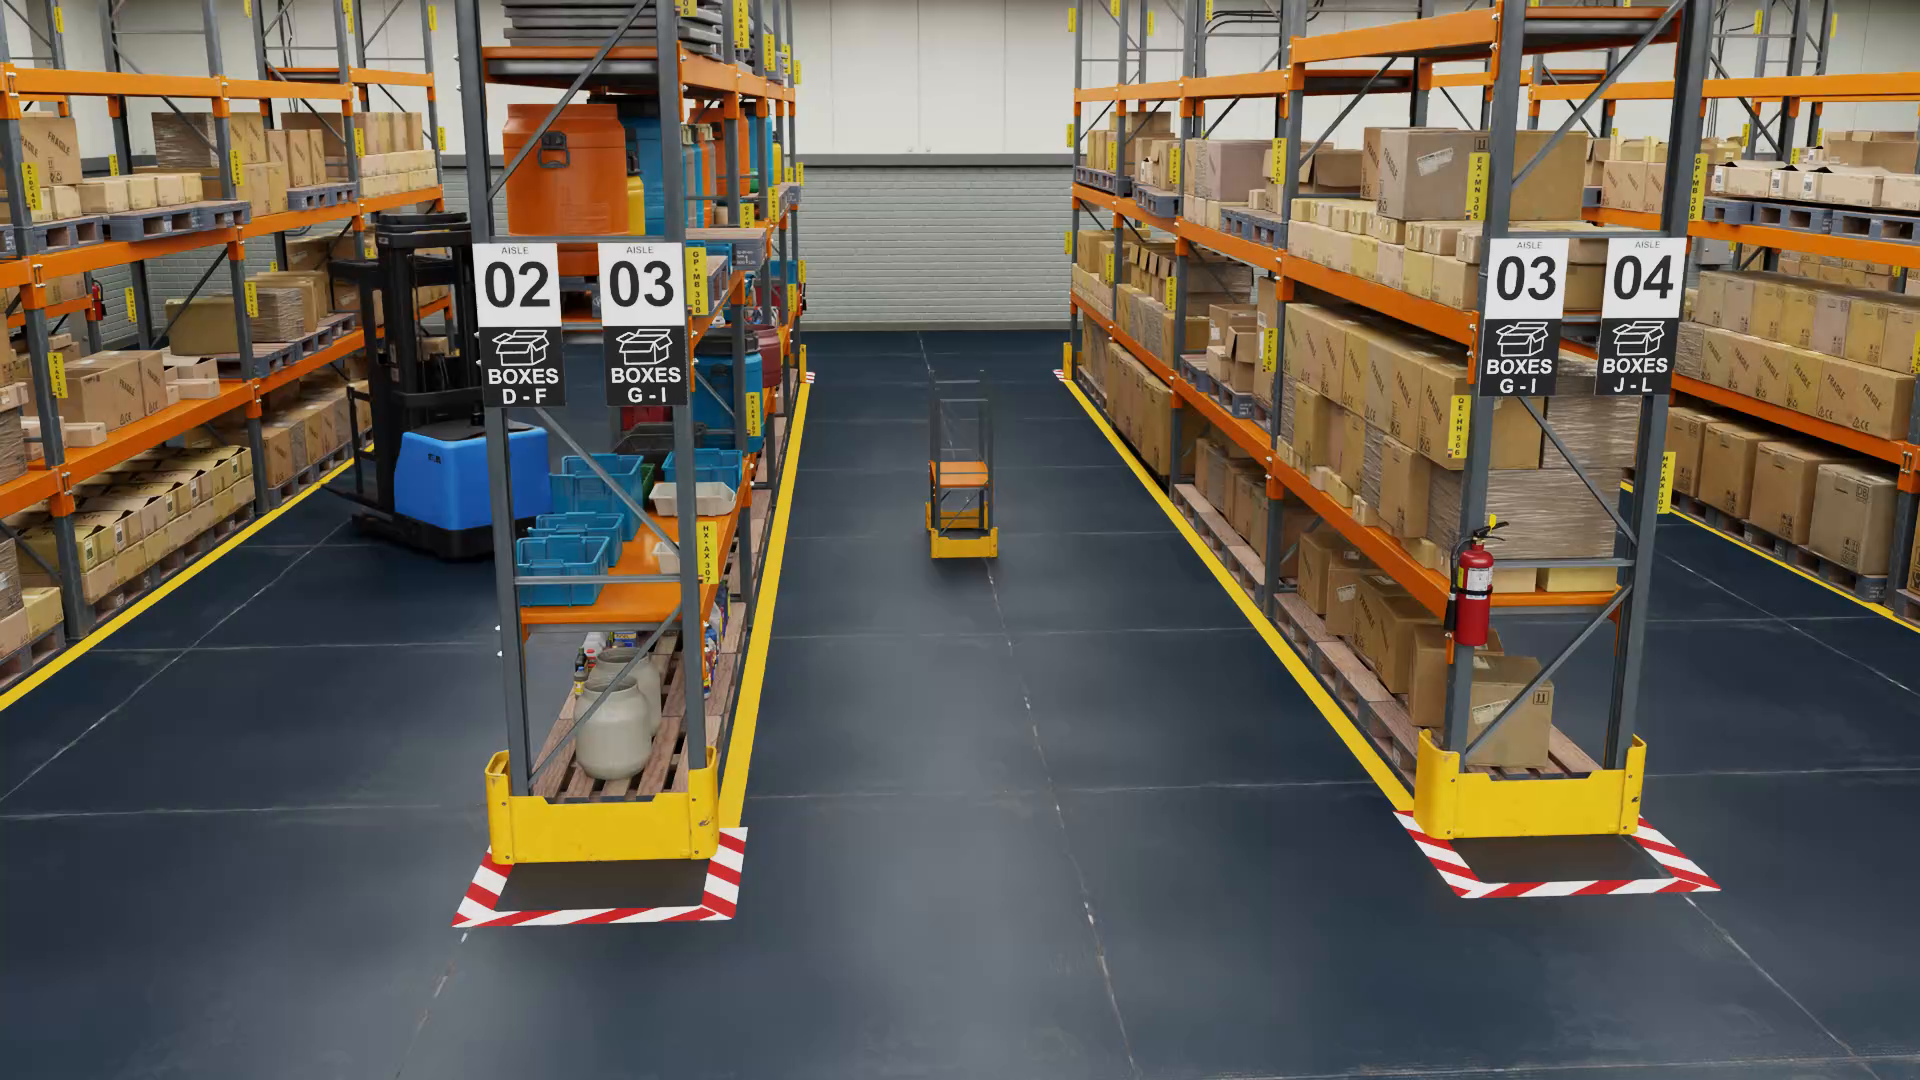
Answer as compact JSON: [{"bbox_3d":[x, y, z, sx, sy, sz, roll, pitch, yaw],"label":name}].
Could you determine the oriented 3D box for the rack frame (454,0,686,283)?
[{"bbox_3d":[-1.829,-2.699,7.679,1.000,3.000,0.127,-1,14,-3],"label":"rack frame"}]

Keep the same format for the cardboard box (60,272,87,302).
[{"bbox_3d":[-12.666,-3.638,22.768,0.980,0.700,0.700,0,14,-1],"label":"cardboard box"}]

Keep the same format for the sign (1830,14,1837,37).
[{"bbox_3d":[12.557,-7.403,23.929,0.100,0.325,0.005,-1,14,-3],"label":"sign"}]

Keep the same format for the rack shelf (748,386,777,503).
[{"bbox_3d":[-2.200,-0.937,14.316,1.077,0.370,4.000,-1,14,-3],"label":"rack shelf"}]

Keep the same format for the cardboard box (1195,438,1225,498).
[{"bbox_3d":[2.681,-0.695,16.066,0.700,0.500,0.500,-2,15,-6],"label":"cardboard box"}]

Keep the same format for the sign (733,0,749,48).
[{"bbox_3d":[-1.527,-3.598,11.594,0.100,0.325,0.005,-1,14,-3],"label":"sign"}]

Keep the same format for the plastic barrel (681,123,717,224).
[{"bbox_3d":[-2.490,-3.271,14.916,0.600,0.901,0.600,0,14,0],"label":"plastic barrel"}]

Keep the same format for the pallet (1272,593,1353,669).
[{"bbox_3d":[2.944,0.653,12.290,1.003,0.211,1.213,-1,14,-3],"label":"pallet"}]

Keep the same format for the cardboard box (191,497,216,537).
[{"bbox_3d":[-6.929,-0.199,14.678,0.500,0.250,0.500,-1,14,-2],"label":"cardboard box"}]

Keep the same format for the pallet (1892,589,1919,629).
[{"bbox_3d":[7.793,0.625,12.398,1.003,0.211,1.213,-1,14,-3],"label":"pallet"}]

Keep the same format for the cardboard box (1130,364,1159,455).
[{"bbox_3d":[2.550,-1.427,18.199,1.225,0.875,0.875,-1,14,-3],"label":"cardboard box"}]

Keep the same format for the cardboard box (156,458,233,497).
[{"bbox_3d":[-6.951,-0.595,15.092,0.500,0.311,0.500,-1,14,-4],"label":"cardboard box"}]

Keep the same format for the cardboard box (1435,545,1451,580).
[{"bbox_3d":[2.876,0.122,9.260,0.380,0.149,0.250,-1,14,-3],"label":"cardboard box"}]

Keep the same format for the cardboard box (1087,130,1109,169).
[{"bbox_3d":[2.124,-5.331,22.687,0.700,0.500,0.500,-1,14,-5],"label":"cardboard box"}]

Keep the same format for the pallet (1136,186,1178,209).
[{"bbox_3d":[2.454,-3.658,17.806,1.003,0.211,1.213,0,14,-1],"label":"pallet"}]

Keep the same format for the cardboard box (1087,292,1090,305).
[{"bbox_3d":[1.913,-3.251,22.371,0.380,0.149,0.250,-1,14,-5],"label":"cardboard box"}]

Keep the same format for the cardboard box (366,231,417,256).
[{"bbox_3d":[-7.361,-3.741,21.562,0.500,0.500,0.500,0,14,-2],"label":"cardboard box"}]

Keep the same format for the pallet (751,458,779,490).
[{"bbox_3d":[-2.415,-0.628,17.266,1.003,0.211,1.213,-1,14,-3],"label":"pallet"}]

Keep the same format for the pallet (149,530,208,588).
[{"bbox_3d":[-7.184,0.151,14.238,1.003,0.211,1.213,-1,14,-3],"label":"pallet"}]

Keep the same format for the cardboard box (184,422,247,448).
[{"bbox_3d":[-7.561,-0.939,17.012,0.500,0.500,0.500,0,14,-1],"label":"cardboard box"}]

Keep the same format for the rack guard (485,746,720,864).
[{"bbox_3d":[-1.880,1.399,8.808,1.175,0.500,0.348,-1,14,-3],"label":"rack guard"}]

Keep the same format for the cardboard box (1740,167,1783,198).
[{"bbox_3d":[7.432,-3.235,15.039,0.500,0.250,0.500,0,14,-2],"label":"cardboard box"}]

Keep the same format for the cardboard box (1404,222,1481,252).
[{"bbox_3d":[2.721,-1.702,9.326,0.380,0.149,0.250,-1,14,-3],"label":"cardboard box"}]

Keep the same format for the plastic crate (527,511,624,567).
[{"bbox_3d":[-2.193,-0.003,9.539,0.499,0.251,0.408,-1,14,-3],"label":"plastic crate"}]

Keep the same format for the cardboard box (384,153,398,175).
[{"bbox_3d":[-7.351,-4.698,20.767,0.500,0.250,0.500,-1,14,-3],"label":"cardboard box"}]

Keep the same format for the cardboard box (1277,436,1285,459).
[{"bbox_3d":[2.580,-0.685,12.395,0.380,0.149,0.250,-1,14,-3],"label":"cardboard box"}]

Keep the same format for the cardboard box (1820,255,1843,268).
[{"bbox_3d":[11.893,-3.906,22.202,0.500,0.500,0.500,-1,14,-3],"label":"cardboard box"}]

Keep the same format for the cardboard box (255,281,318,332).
[{"bbox_3d":[-7.345,-2.515,17.963,0.700,0.500,0.500,-5,15,-18],"label":"cardboard box"}]

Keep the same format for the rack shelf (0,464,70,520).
[{"bbox_3d":[-6.897,0.133,10.156,1.077,0.370,4.000,-1,14,-3],"label":"rack shelf"}]

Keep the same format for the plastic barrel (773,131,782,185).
[{"bbox_3d":[-2.313,-4.301,18.706,0.600,0.588,0.600,0,14,0],"label":"plastic barrel"}]

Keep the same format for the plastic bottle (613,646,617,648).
[{"bbox_3d":[-2.254,0.795,10.874,0.097,0.201,0.097,0,14,0],"label":"plastic bottle"}]

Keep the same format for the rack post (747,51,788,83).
[{"bbox_3d":[-2.320,-4.939,17.391,0.937,0.300,0.954,1,14,3],"label":"rack post"}]

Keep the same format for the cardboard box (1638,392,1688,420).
[{"bbox_3d":[7.272,-1.433,17.467,0.500,0.250,0.500,-1,14,-5],"label":"cardboard box"}]

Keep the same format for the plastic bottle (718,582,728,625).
[{"bbox_3d":[-1.749,0.438,11.963,0.144,0.351,0.185,-1,14,-5],"label":"plastic bottle"}]

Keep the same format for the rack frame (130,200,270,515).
[{"bbox_3d":[-7.268,-1.707,15.865,1.000,3.000,0.127,-1,14,-3],"label":"rack frame"}]

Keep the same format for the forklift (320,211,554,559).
[{"bbox_3d":[-5.050,-1.546,15.378,1.130,2.935,3.031,-14,20,-43],"label":"forklift"}]

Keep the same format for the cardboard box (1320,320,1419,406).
[{"bbox_3d":[2.704,-1.177,10.999,0.500,0.500,0.500,-1,14,-3],"label":"cardboard box"}]

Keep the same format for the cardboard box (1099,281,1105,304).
[{"bbox_3d":[2.047,-3.160,21.215,0.500,0.250,0.500,0,14,-2],"label":"cardboard box"}]

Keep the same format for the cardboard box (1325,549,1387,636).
[{"bbox_3d":[2.895,0.385,11.907,0.500,0.500,0.500,4,15,14],"label":"cardboard box"}]

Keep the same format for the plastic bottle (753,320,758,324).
[{"bbox_3d":[-2.272,-2.308,18.460,0.097,0.271,0.097,0,14,0],"label":"plastic bottle"}]

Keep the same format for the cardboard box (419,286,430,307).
[{"bbox_3d":[-7.404,-3.385,22.185,0.500,0.500,0.500,-1,14,-3],"label":"cardboard box"}]

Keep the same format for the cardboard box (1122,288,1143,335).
[{"bbox_3d":[2.182,-2.659,19.365,0.500,0.500,0.500,-1,14,-3],"label":"cardboard box"}]

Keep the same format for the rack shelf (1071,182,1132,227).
[{"bbox_3d":[2.247,-4.456,21.972,1.077,0.370,4.000,-1,14,-3],"label":"rack shelf"}]

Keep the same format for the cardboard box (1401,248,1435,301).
[{"bbox_3d":[2.797,-1.490,9.302,0.500,0.250,0.500,-1,14,-3],"label":"cardboard box"}]

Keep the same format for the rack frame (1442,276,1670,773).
[{"bbox_3d":[3.115,0.130,8.723,1.000,3.000,0.127,-1,14,-3],"label":"rack frame"}]

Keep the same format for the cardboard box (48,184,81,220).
[{"bbox_3d":[-7.086,-2.586,12.719,0.500,0.250,0.500,-2,15,-9],"label":"cardboard box"}]

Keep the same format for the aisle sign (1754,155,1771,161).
[{"bbox_3d":[11.720,-5.274,24.512,0.394,0.787,0.004,-1,14,-3],"label":"aisle sign"}]

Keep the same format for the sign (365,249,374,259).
[{"bbox_3d":[-6.963,-3.272,19.624,0.100,0.325,0.005,-1,14,-3],"label":"sign"}]

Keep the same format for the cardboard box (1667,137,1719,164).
[{"bbox_3d":[7.291,-3.879,16.550,0.396,0.266,0.258,-1,14,-3],"label":"cardboard box"}]

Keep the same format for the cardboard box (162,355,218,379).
[{"bbox_3d":[-7.290,-1.573,15.522,0.500,0.311,0.500,0,14,0],"label":"cardboard box"}]

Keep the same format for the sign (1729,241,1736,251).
[{"bbox_3d":[11.460,-4.452,24.638,0.100,0.325,0.005,-1,14,-3],"label":"sign"}]

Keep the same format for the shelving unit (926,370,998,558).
[{"bbox_3d":[0.005,-0.707,14.989,0.587,1.500,1.083,-1,14,-3],"label":"shelving unit"}]

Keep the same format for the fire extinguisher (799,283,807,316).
[{"bbox_3d":[-2.376,-3.599,24.121,0.296,0.674,0.183,-1,14,-3],"label":"fire extinguisher"}]

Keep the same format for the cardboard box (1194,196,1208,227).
[{"bbox_3d":[2.425,-2.991,15.135,0.500,0.250,0.500,-1,14,-2],"label":"cardboard box"}]

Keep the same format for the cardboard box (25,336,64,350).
[{"bbox_3d":[-12.358,-2.661,22.445,0.380,0.149,0.250,0,14,-2],"label":"cardboard box"}]

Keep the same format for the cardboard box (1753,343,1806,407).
[{"bbox_3d":[7.428,-1.467,14.733,0.500,0.500,0.500,-1,14,-4],"label":"cardboard box"}]
